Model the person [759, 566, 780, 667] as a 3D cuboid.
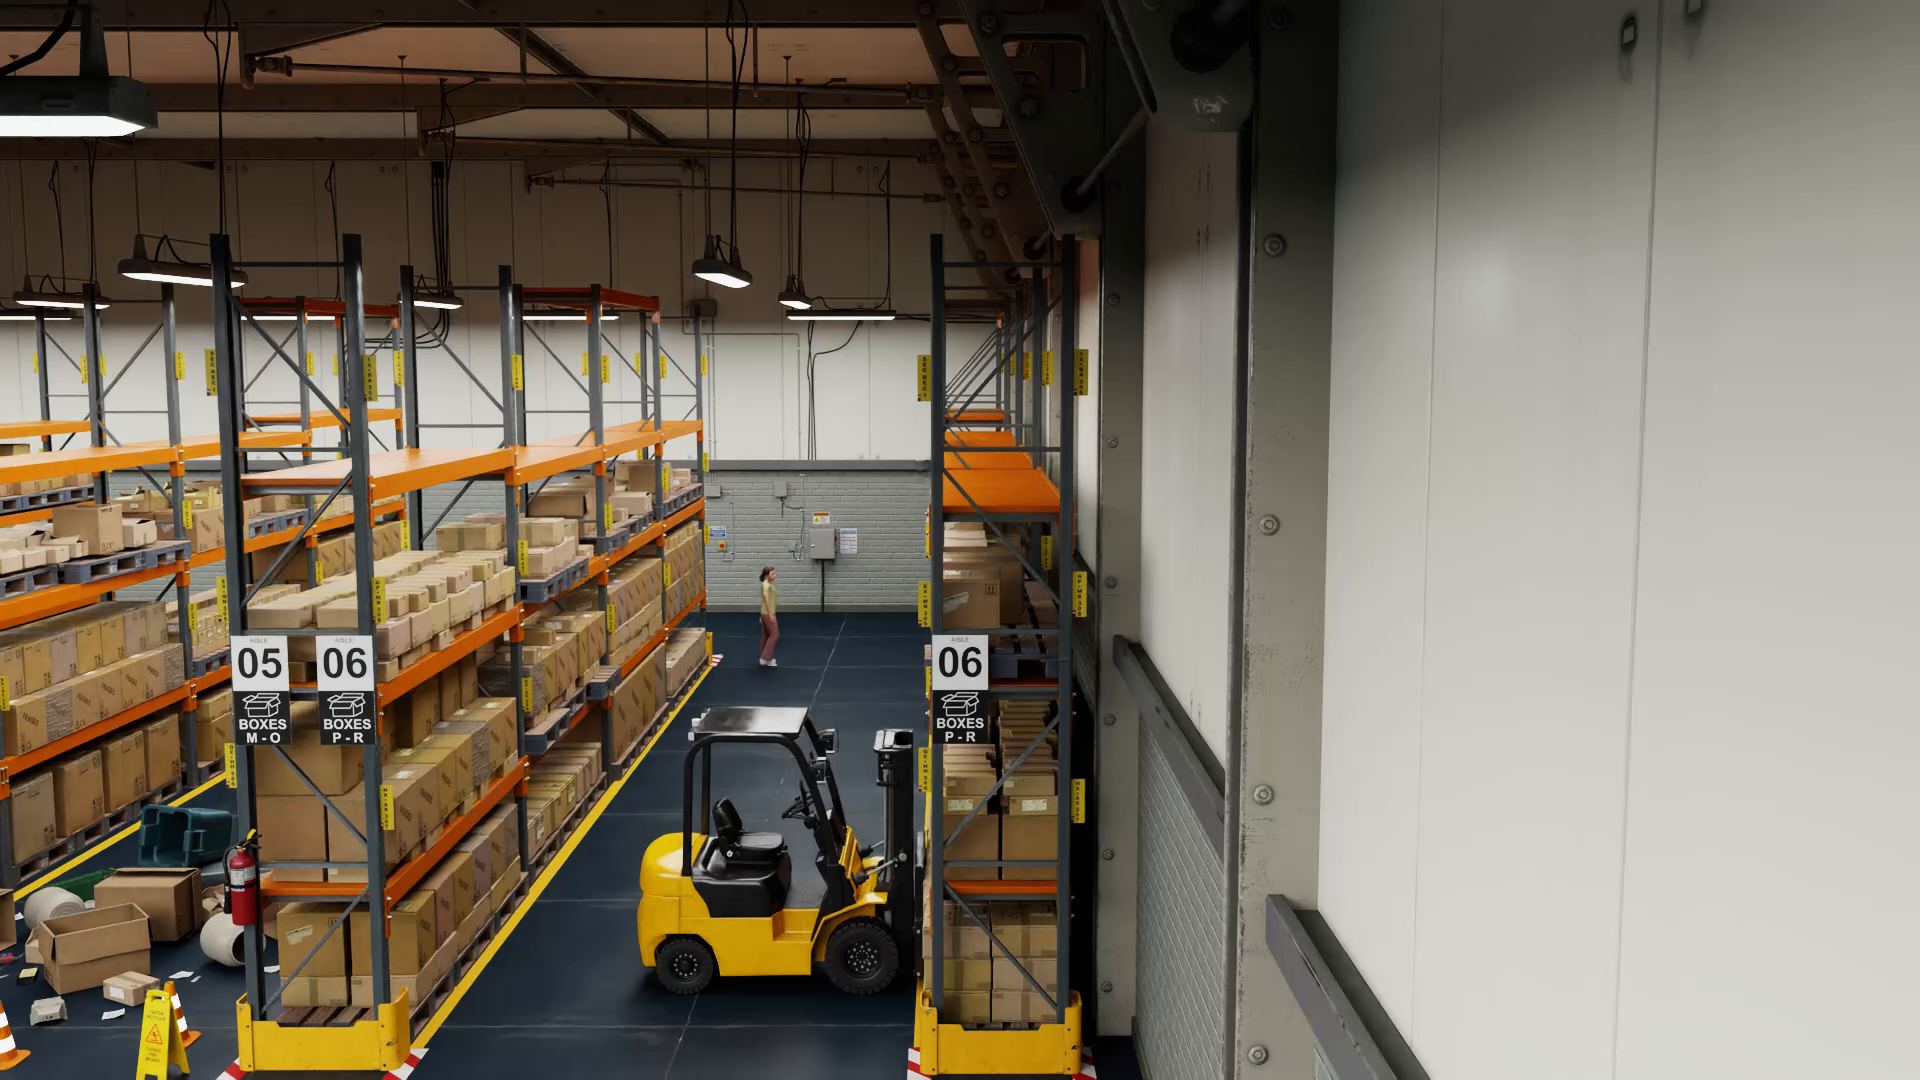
[{"bbox_3d":[-3.189,1.262,27.711,0.344,1.683,0.538,-1,6,-8],"label":"person"}]
